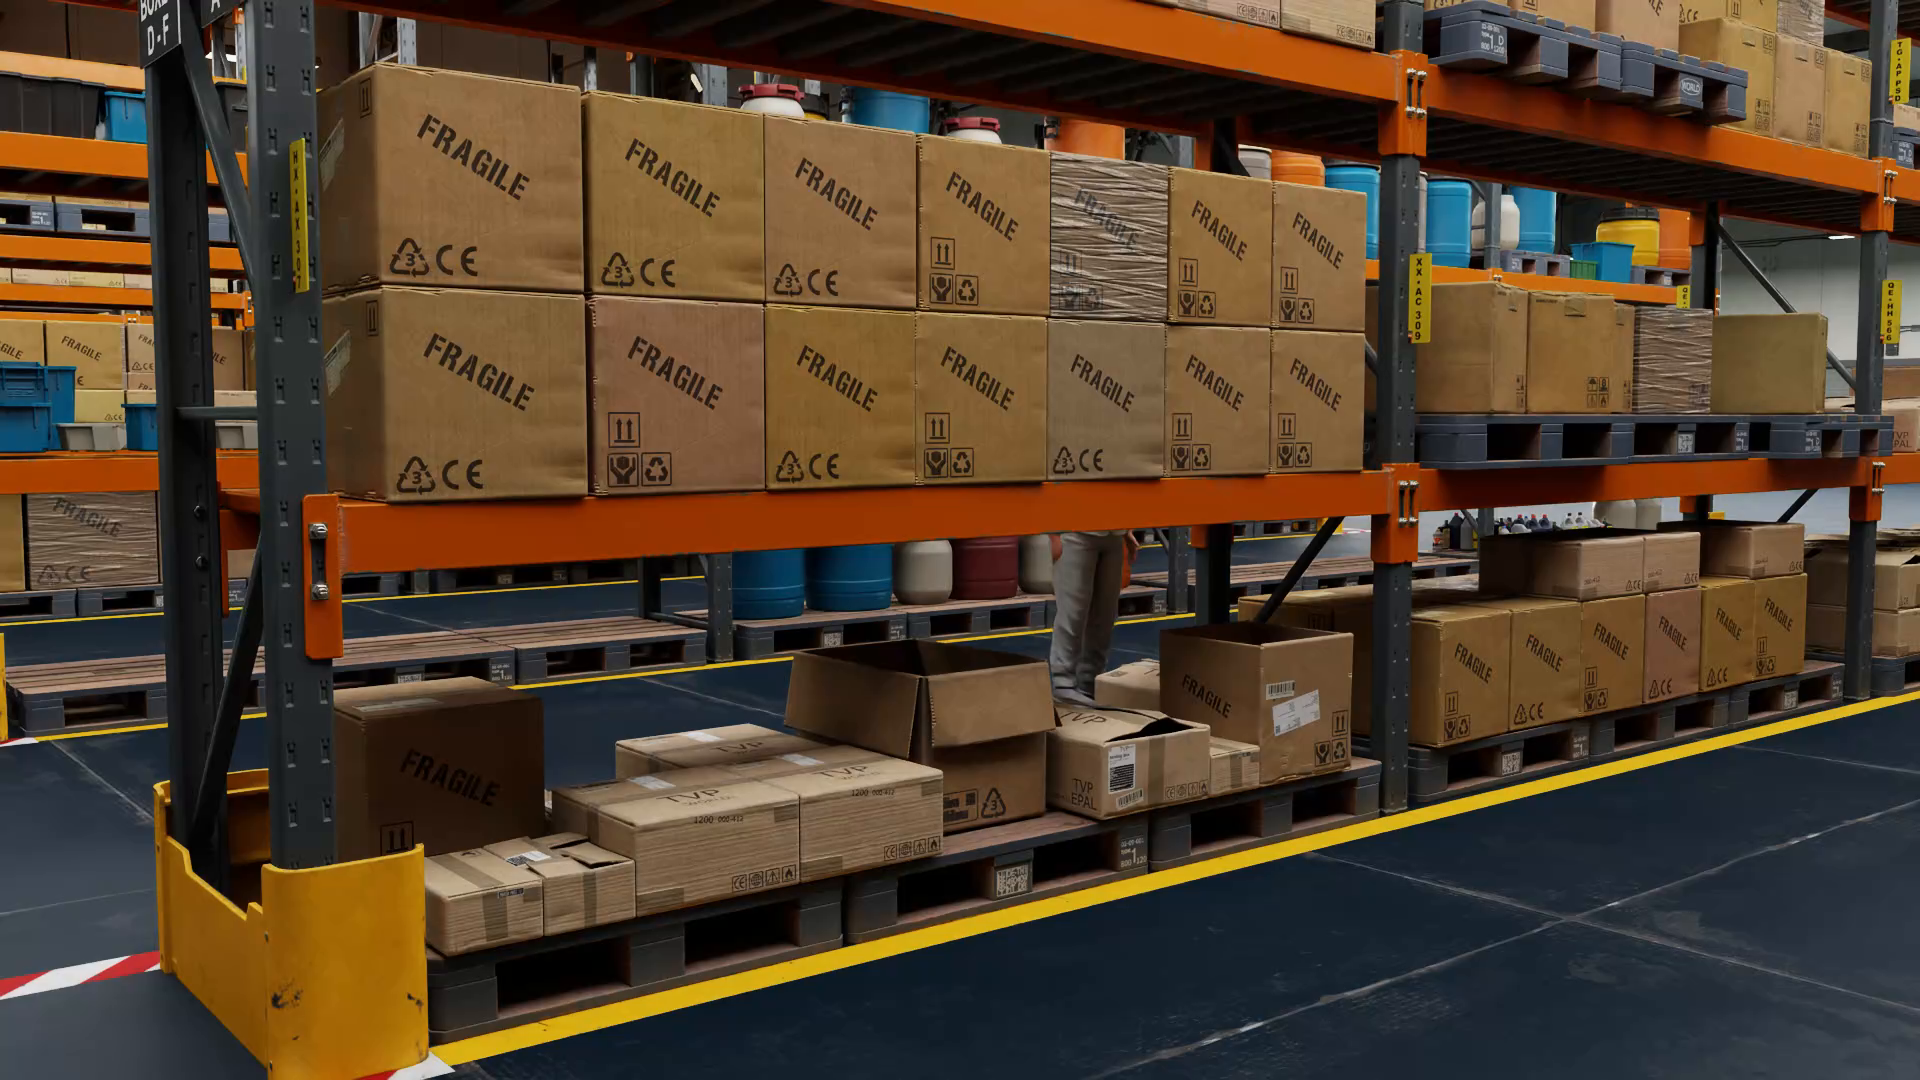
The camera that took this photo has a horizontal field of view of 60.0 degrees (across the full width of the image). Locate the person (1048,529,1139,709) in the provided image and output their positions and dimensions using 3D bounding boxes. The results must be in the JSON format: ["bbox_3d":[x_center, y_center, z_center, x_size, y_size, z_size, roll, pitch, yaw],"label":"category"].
[{"bbox_3d":[0.687,-0.021,8.693,0.542,1.771,0.416,-3,5,-38],"label":"person"}]
